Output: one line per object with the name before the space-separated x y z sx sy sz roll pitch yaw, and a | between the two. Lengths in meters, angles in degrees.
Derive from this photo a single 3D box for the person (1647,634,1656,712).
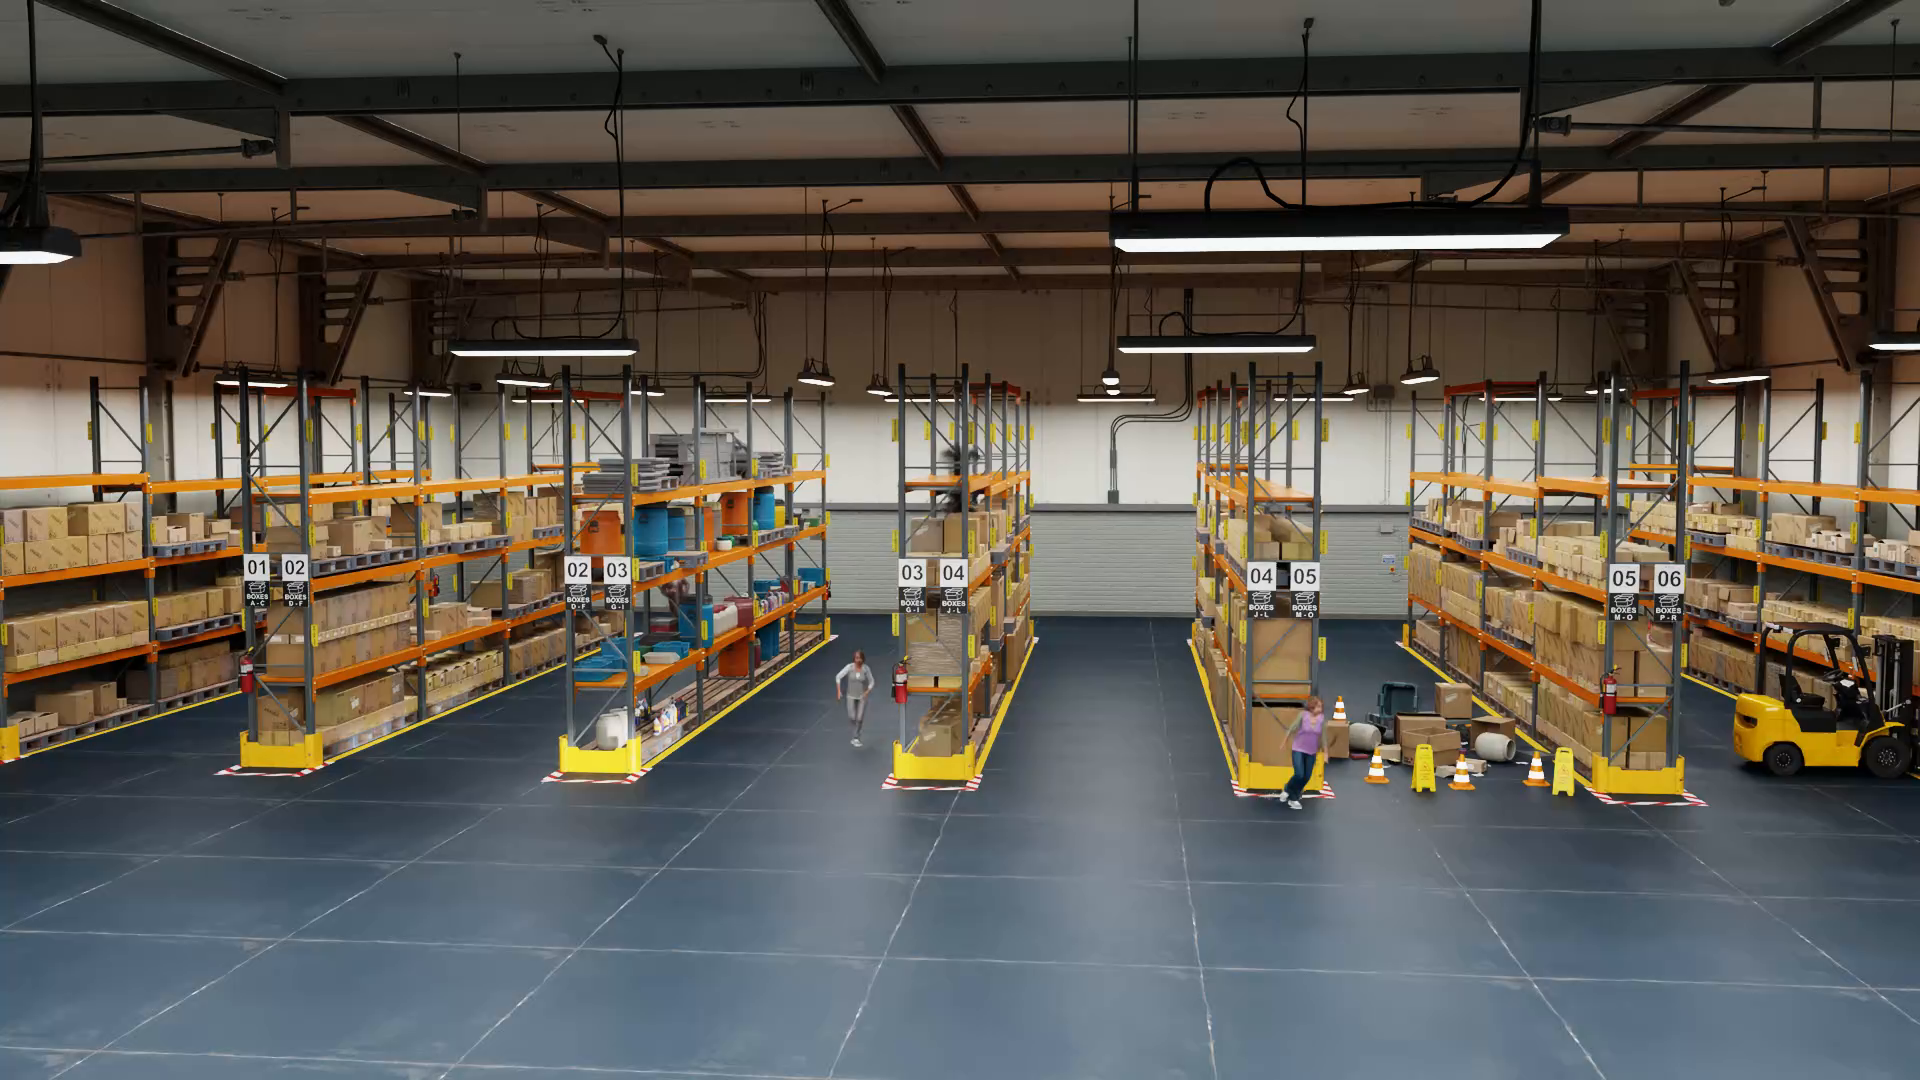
person | 11.777 2.251 28.832 0.653 1.798 0.933 0 4 -7

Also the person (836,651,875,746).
person | -1.667 2.528 26.521 0.610 1.554 0.506 0 4 -3

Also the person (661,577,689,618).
person | -6.933 1.523 40.815 0.820 1.745 0.740 -1 4 -13

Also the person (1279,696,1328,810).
person | 4.562 2.822 22.060 0.554 1.545 0.542 -1 4 -18
